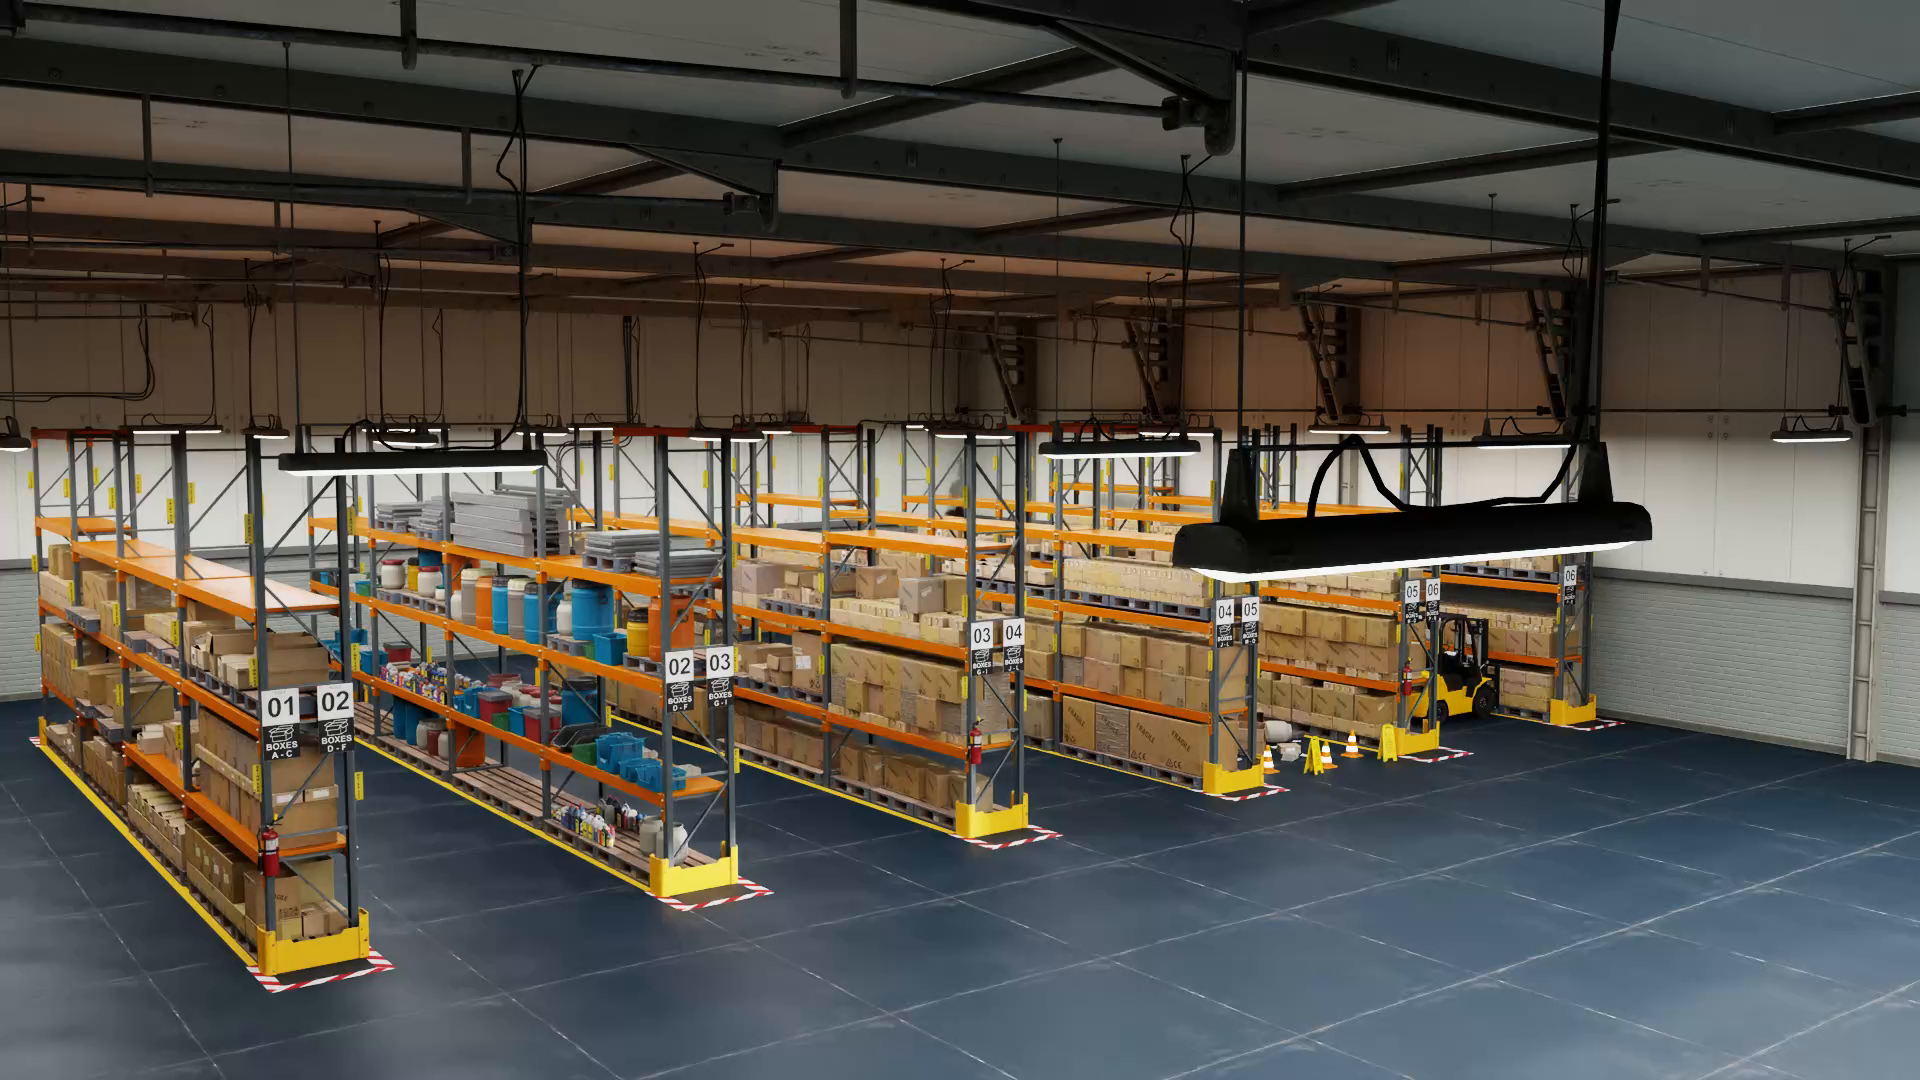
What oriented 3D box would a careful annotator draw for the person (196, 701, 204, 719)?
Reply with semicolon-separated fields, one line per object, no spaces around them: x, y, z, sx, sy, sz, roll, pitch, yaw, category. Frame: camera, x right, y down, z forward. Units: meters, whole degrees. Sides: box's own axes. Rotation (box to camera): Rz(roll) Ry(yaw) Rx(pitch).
-14.748;2.962;31.972;0.684;1.743;0.701;4;6;44;person
